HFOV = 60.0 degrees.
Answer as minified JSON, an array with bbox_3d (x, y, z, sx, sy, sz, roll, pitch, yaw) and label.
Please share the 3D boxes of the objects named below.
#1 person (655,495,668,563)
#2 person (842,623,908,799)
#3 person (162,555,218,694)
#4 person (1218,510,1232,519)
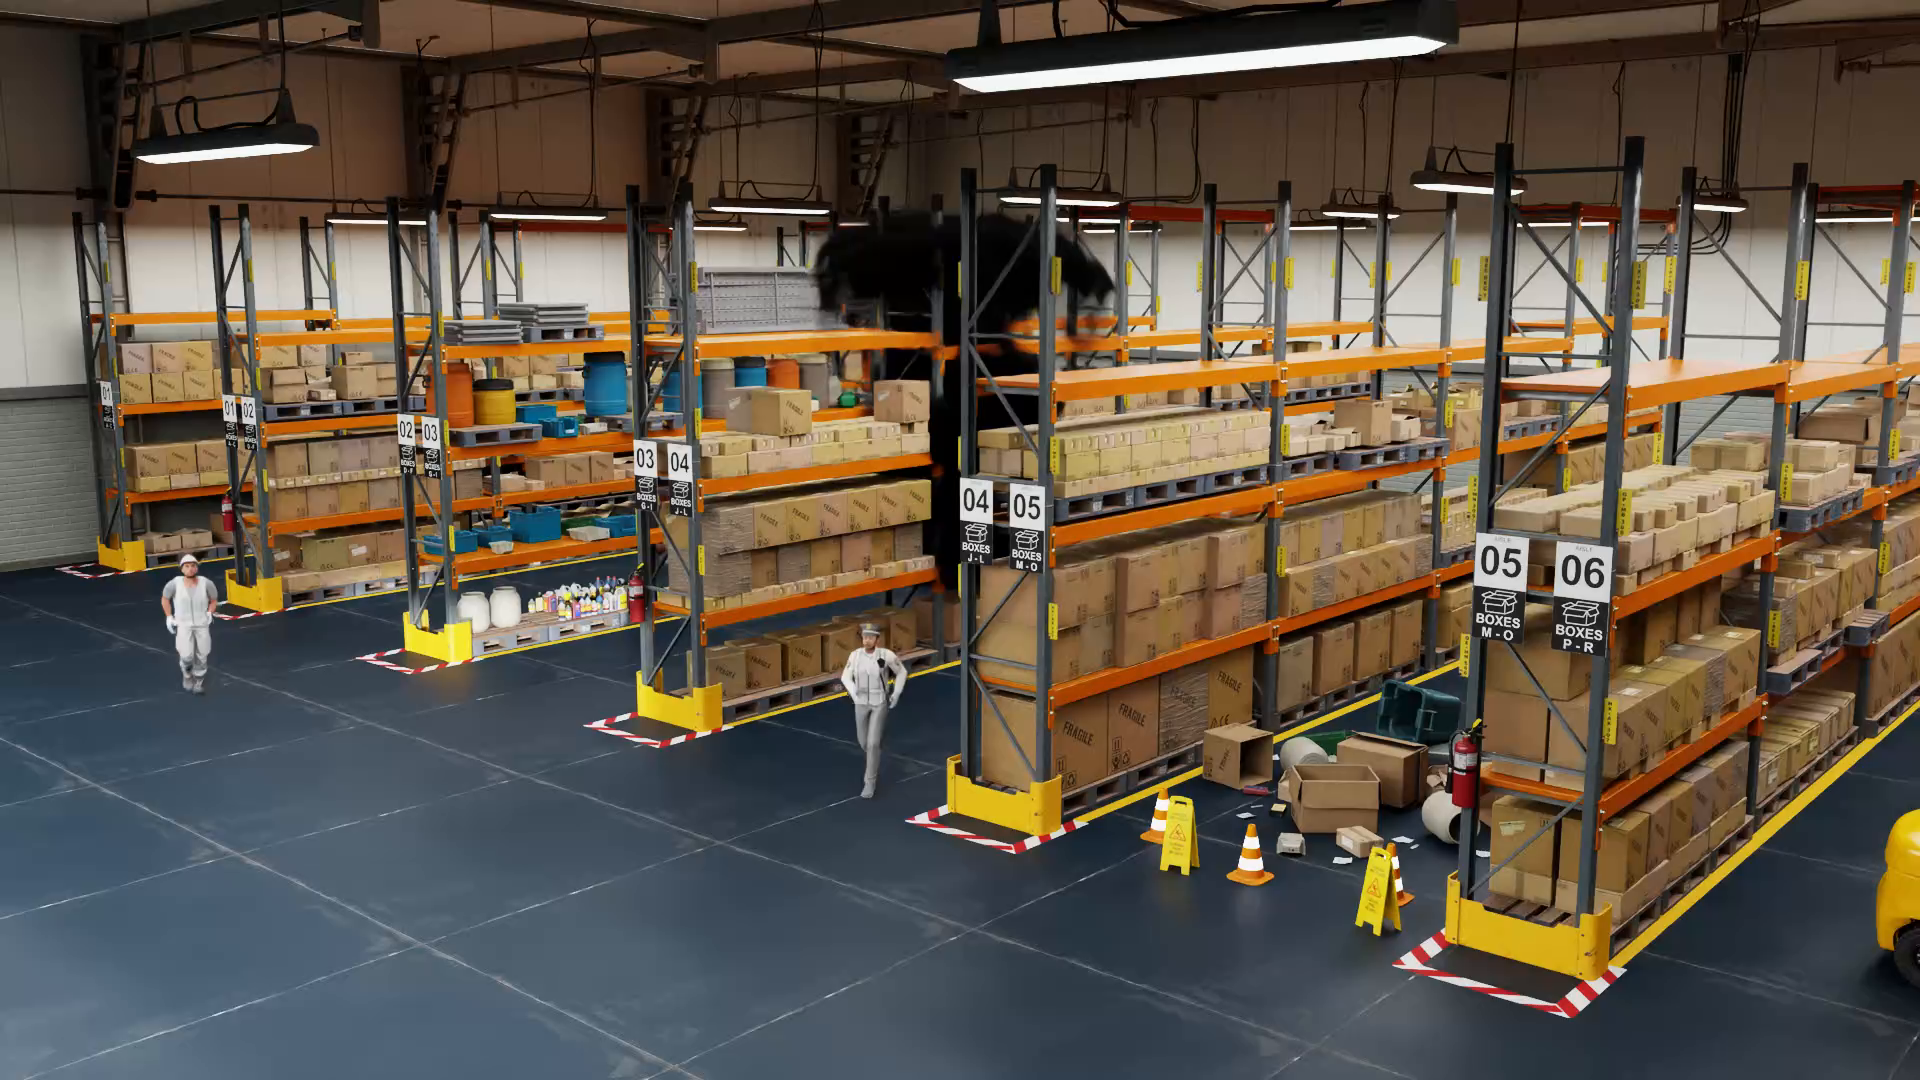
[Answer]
[{"bbox_3d":[-5.138,-0.231,27.731,0.593,1.635,0.894,5,11,29],"label":"person"},{"bbox_3d":[-0.852,1.633,16.467,0.639,1.706,0.781,2,10,12],"label":"person"},{"bbox_3d":[-9.178,1.024,19.900,0.598,1.722,0.663,-6,11,-30],"label":"person"},{"bbox_3d":[3.651,0.445,23.110,0.684,1.815,0.922,7,12,35],"label":"person"}]
